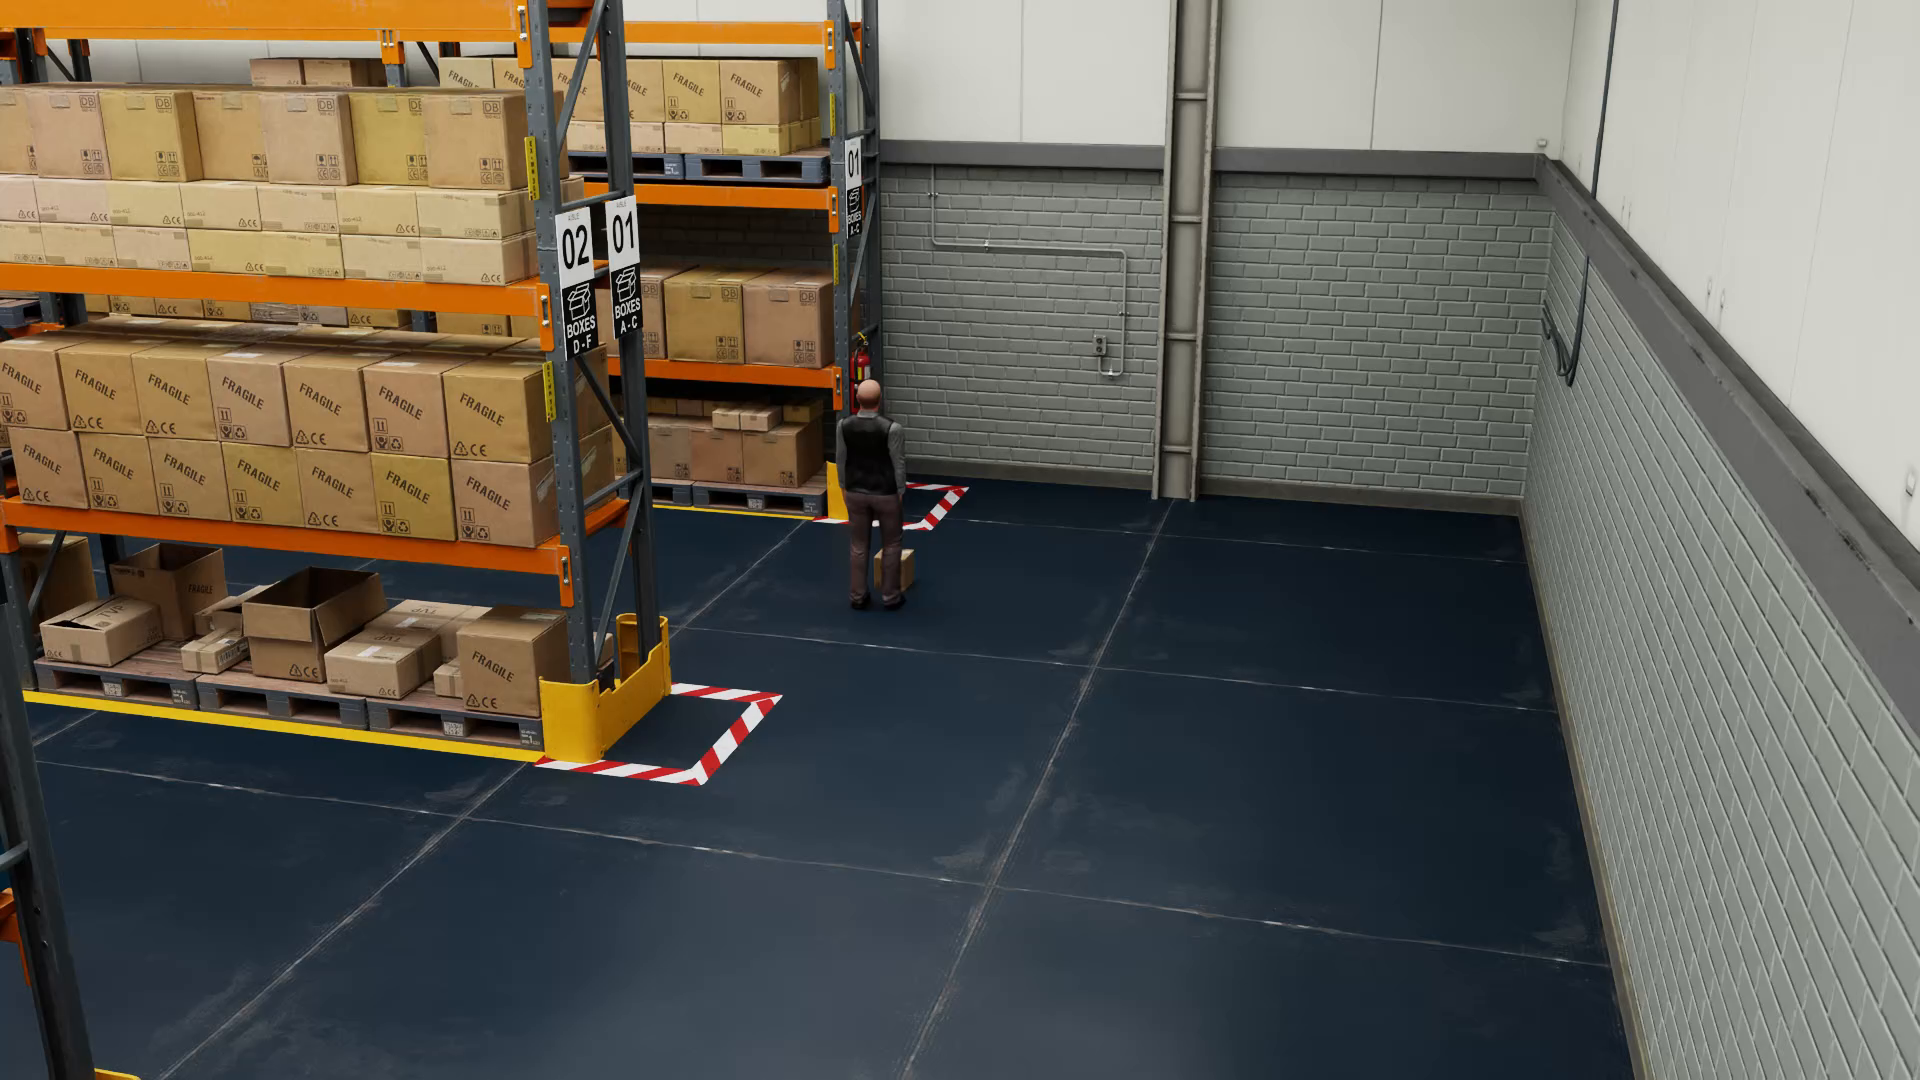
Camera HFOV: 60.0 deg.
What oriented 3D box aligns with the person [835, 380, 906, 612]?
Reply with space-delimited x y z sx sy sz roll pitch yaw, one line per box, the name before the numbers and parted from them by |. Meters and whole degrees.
person | -0.638 -0.333 12.121 0.531 1.715 0.354 5 19 15
